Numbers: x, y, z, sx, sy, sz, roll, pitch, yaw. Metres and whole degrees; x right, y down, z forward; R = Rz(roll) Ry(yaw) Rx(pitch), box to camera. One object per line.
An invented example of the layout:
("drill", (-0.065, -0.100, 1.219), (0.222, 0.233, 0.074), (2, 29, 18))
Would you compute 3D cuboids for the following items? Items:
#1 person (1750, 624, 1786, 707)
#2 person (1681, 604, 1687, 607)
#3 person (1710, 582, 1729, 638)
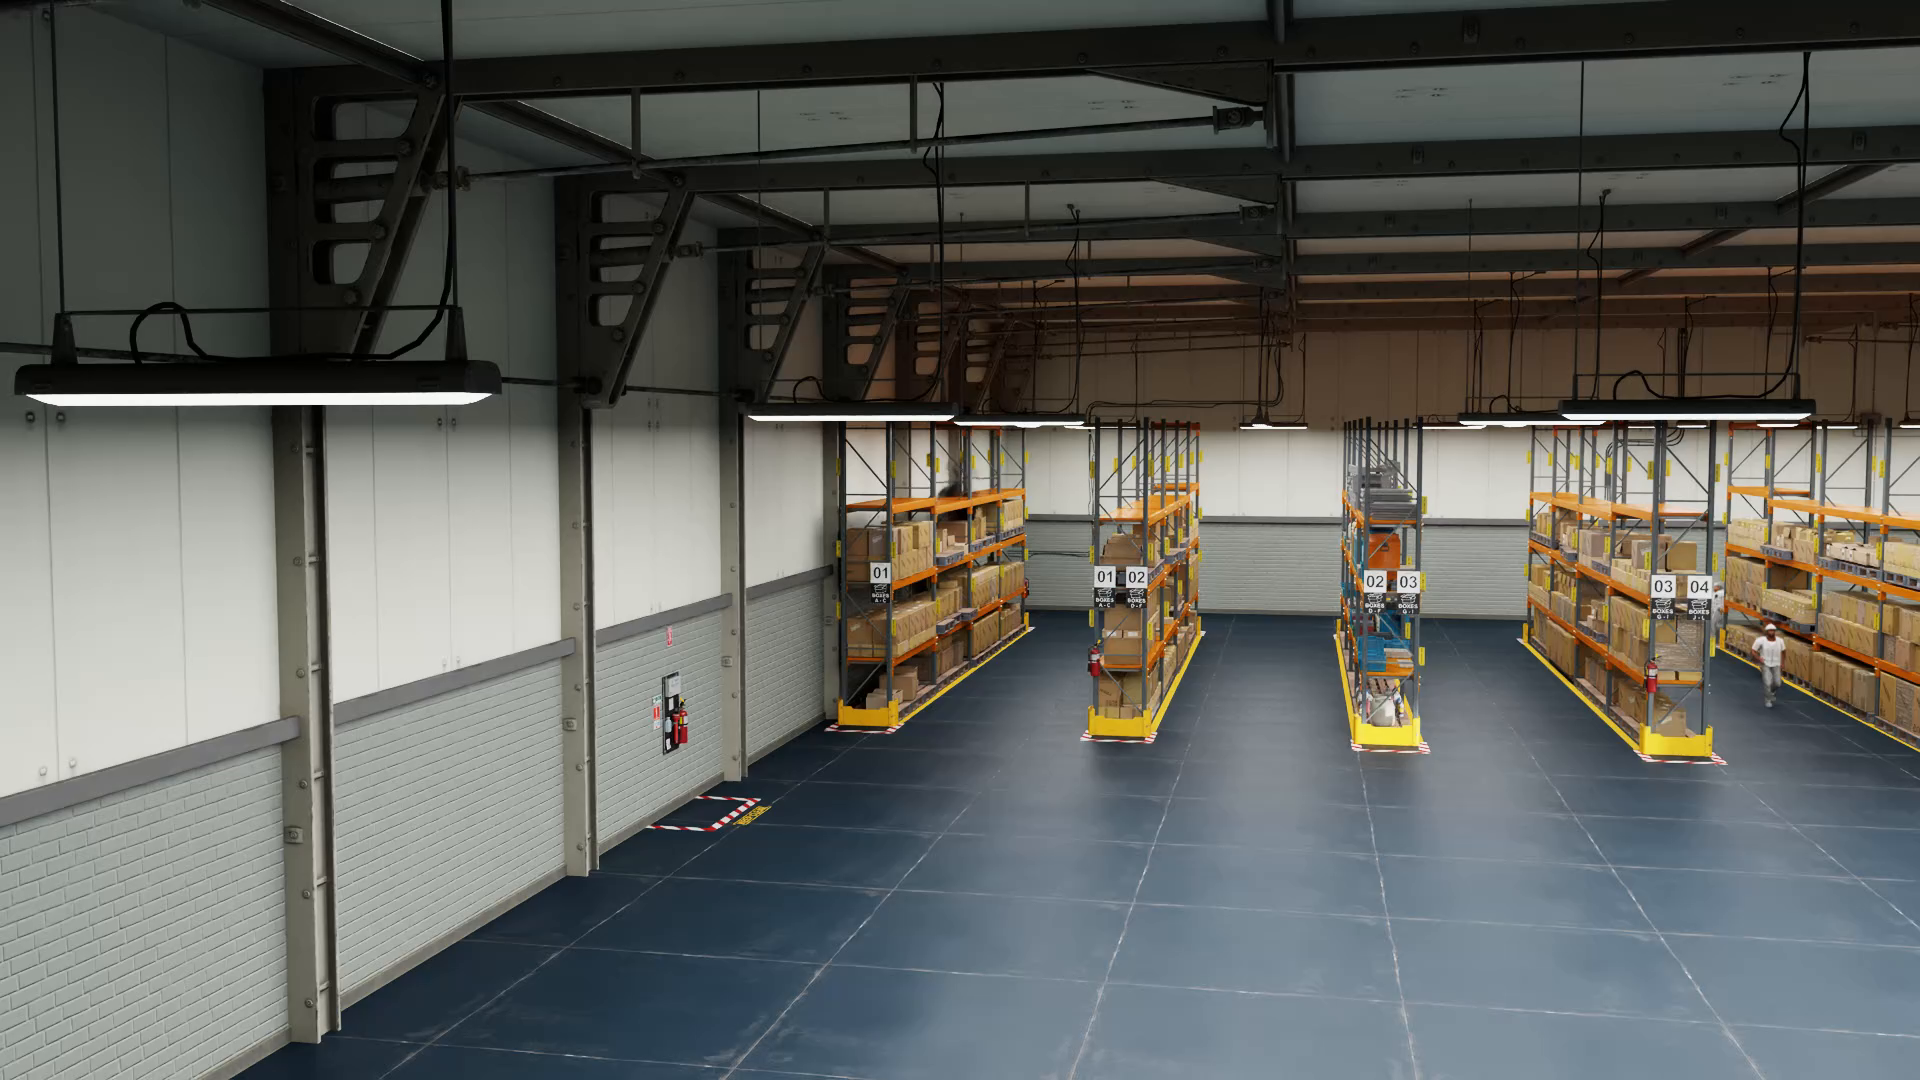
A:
("person", (16.865, 2.607, 34.671), (0.706, 1.728, 0.575), (1, 4, 10))
("person", (18.861, 2.095, 43.388), (0.601, 1.679, 0.631), (2, 4, 25))
("person", (20.671, 1.979, 45.326), (0.777, 1.668, 0.642), (0, 4, -1))
